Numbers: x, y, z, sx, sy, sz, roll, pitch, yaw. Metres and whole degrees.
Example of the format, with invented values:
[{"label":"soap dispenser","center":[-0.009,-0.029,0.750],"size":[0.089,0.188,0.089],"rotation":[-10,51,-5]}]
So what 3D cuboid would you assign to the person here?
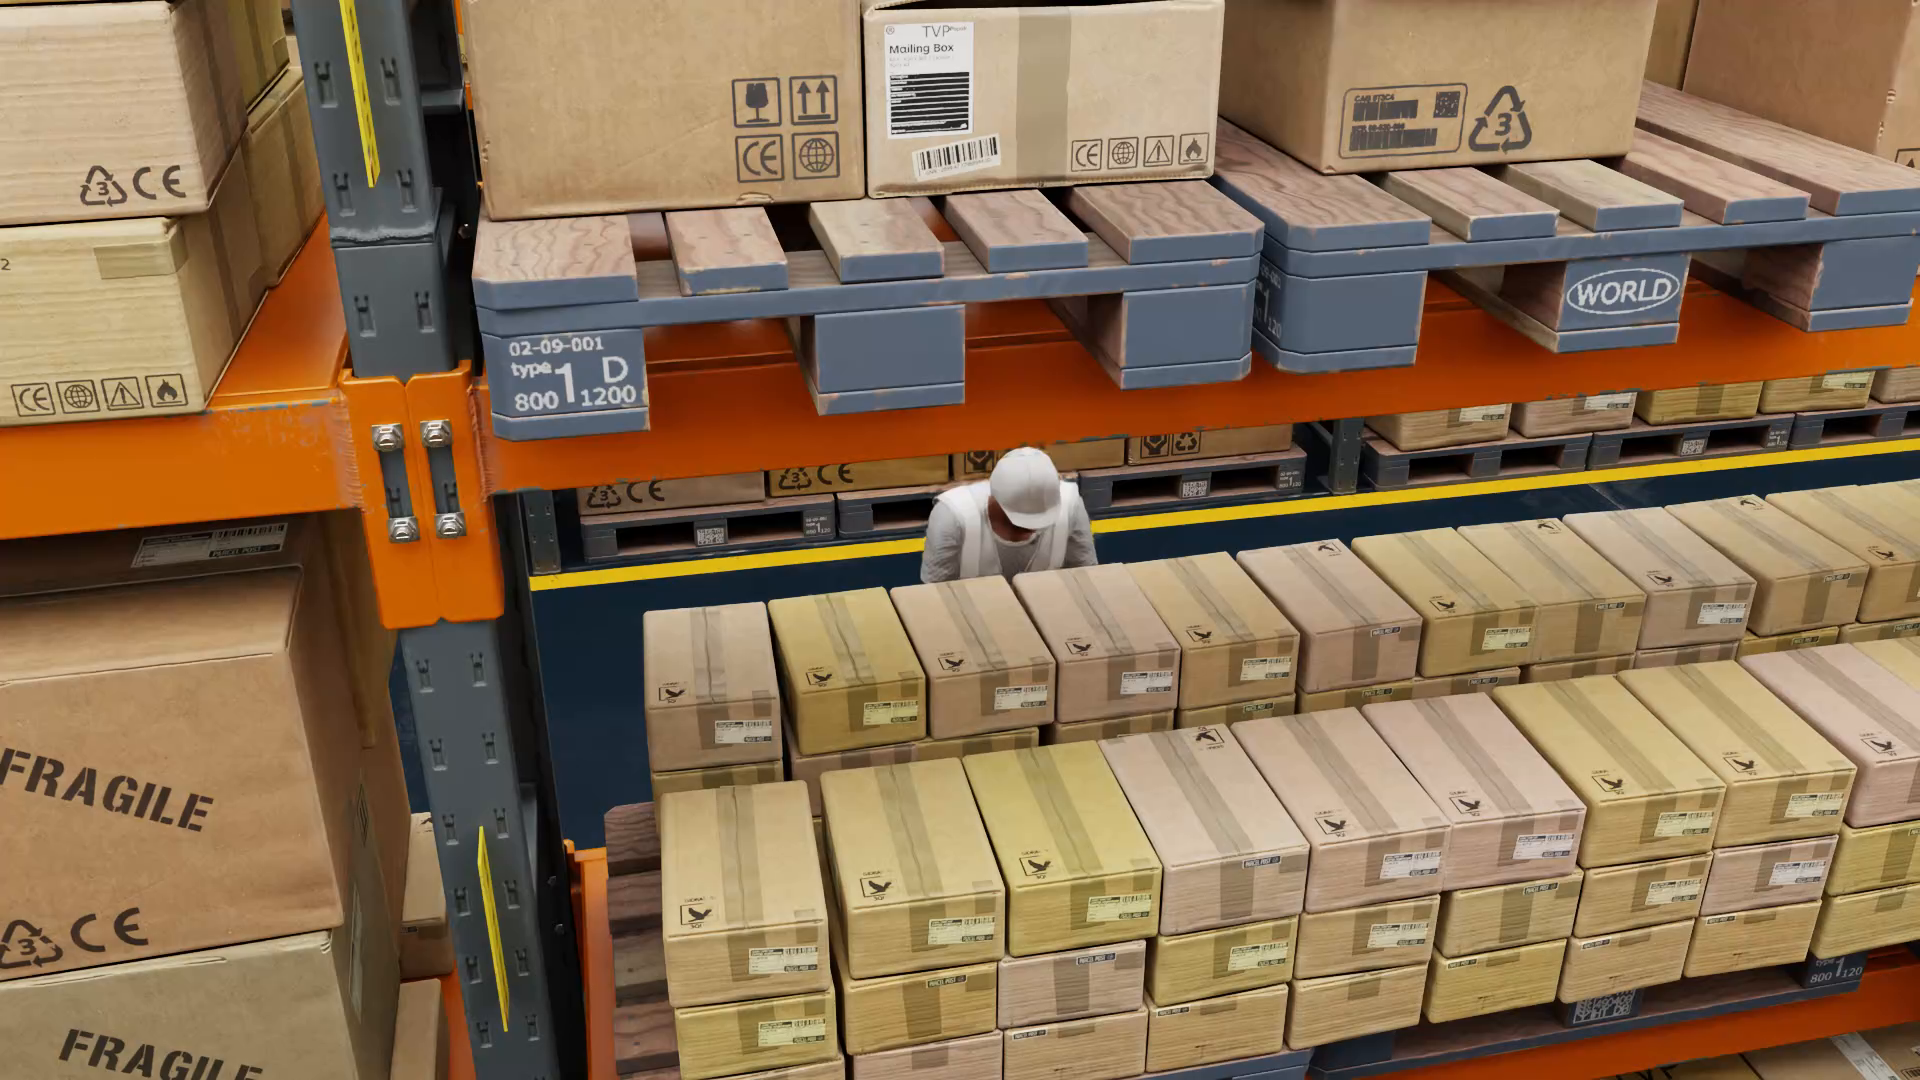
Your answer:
[{"label":"person","center":[0.162,0.373,5.527],"size":[0.598,1.624,0.606],"rotation":[-5,27,-11]}]
